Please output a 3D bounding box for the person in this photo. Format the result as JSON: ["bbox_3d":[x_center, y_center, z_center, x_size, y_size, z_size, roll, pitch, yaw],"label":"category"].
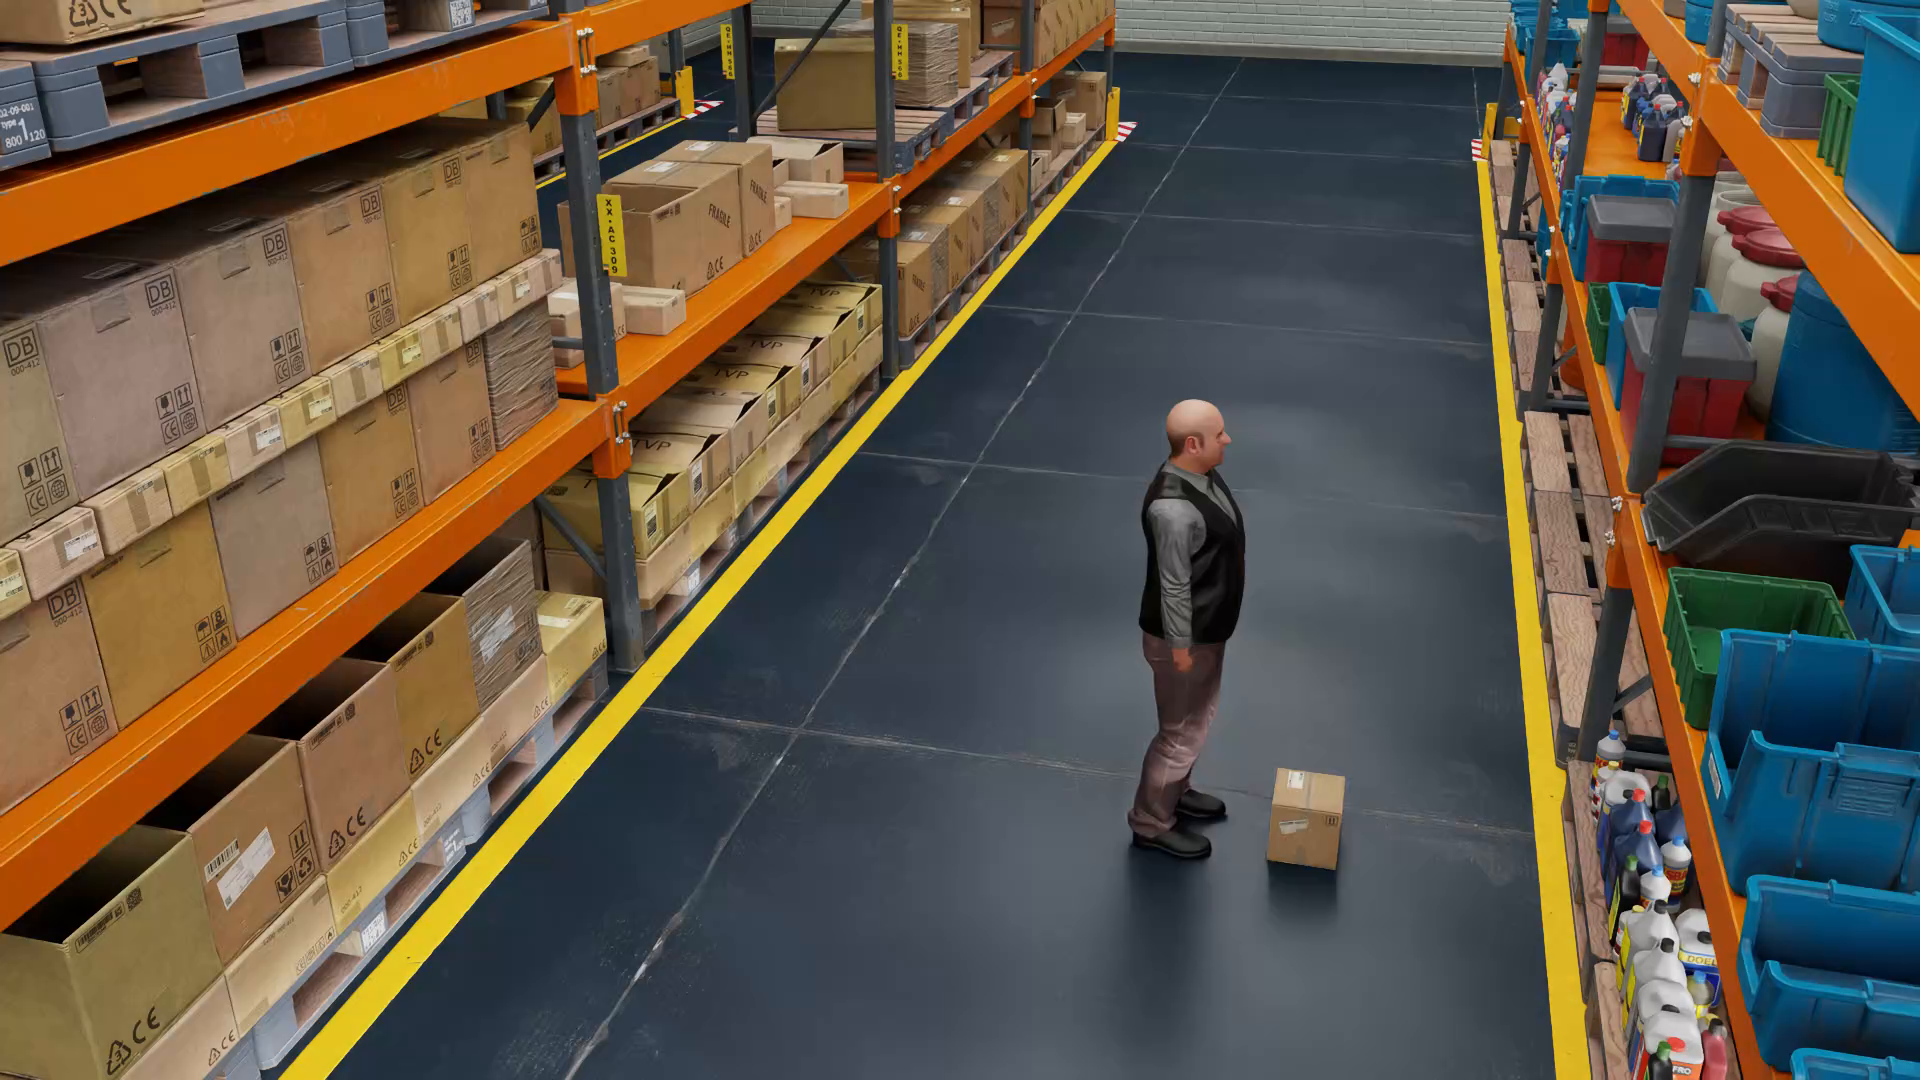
[{"bbox_3d":[0.827,0.310,5.984,0.358,1.716,0.531,7,26,14],"label":"person"}]
